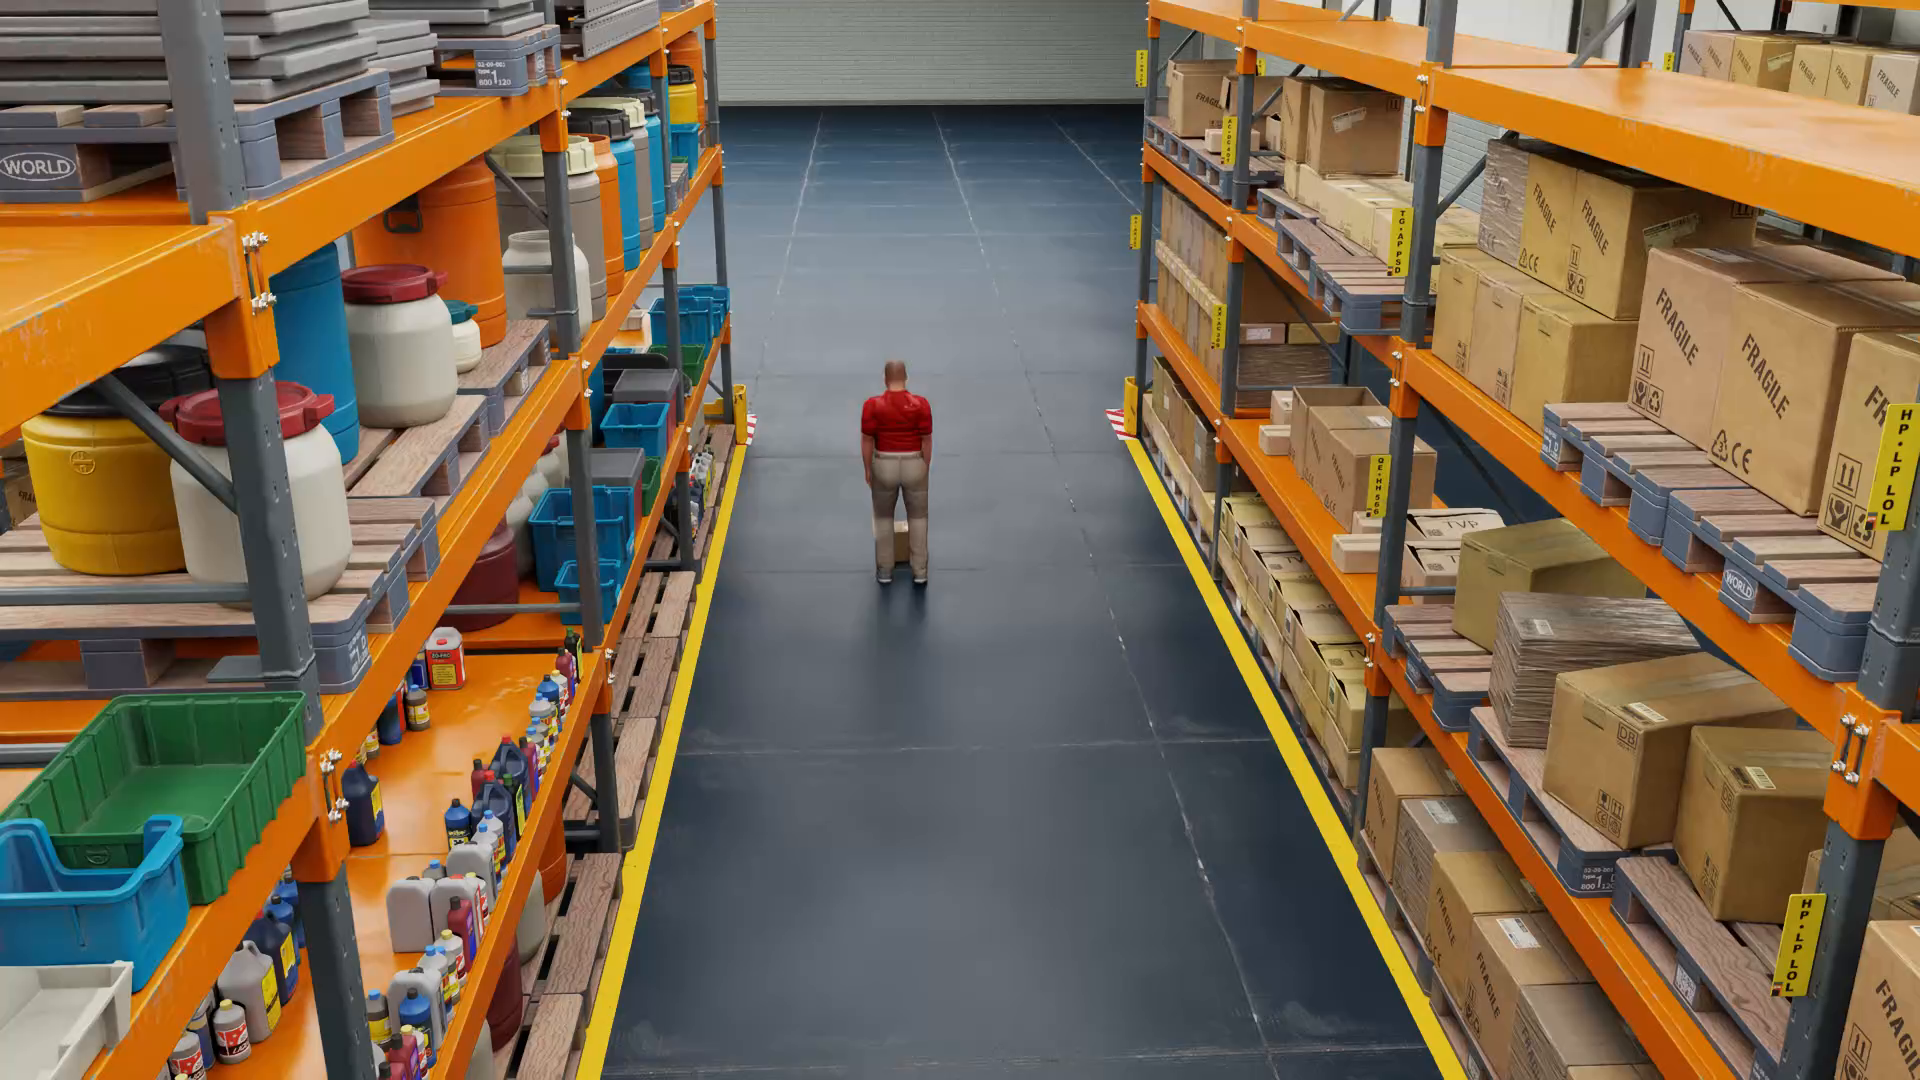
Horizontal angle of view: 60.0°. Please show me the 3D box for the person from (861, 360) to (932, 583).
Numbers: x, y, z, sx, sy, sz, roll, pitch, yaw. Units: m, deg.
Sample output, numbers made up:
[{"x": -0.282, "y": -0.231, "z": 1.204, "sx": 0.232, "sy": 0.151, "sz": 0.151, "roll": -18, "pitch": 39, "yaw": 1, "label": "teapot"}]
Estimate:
[{"x": -0.474, "y": -0.510, "z": 12.512, "sx": 0.531, "sy": 1.724, "sz": 0.358, "roll": -1, "pitch": 20, "yaw": -2, "label": "person"}]
